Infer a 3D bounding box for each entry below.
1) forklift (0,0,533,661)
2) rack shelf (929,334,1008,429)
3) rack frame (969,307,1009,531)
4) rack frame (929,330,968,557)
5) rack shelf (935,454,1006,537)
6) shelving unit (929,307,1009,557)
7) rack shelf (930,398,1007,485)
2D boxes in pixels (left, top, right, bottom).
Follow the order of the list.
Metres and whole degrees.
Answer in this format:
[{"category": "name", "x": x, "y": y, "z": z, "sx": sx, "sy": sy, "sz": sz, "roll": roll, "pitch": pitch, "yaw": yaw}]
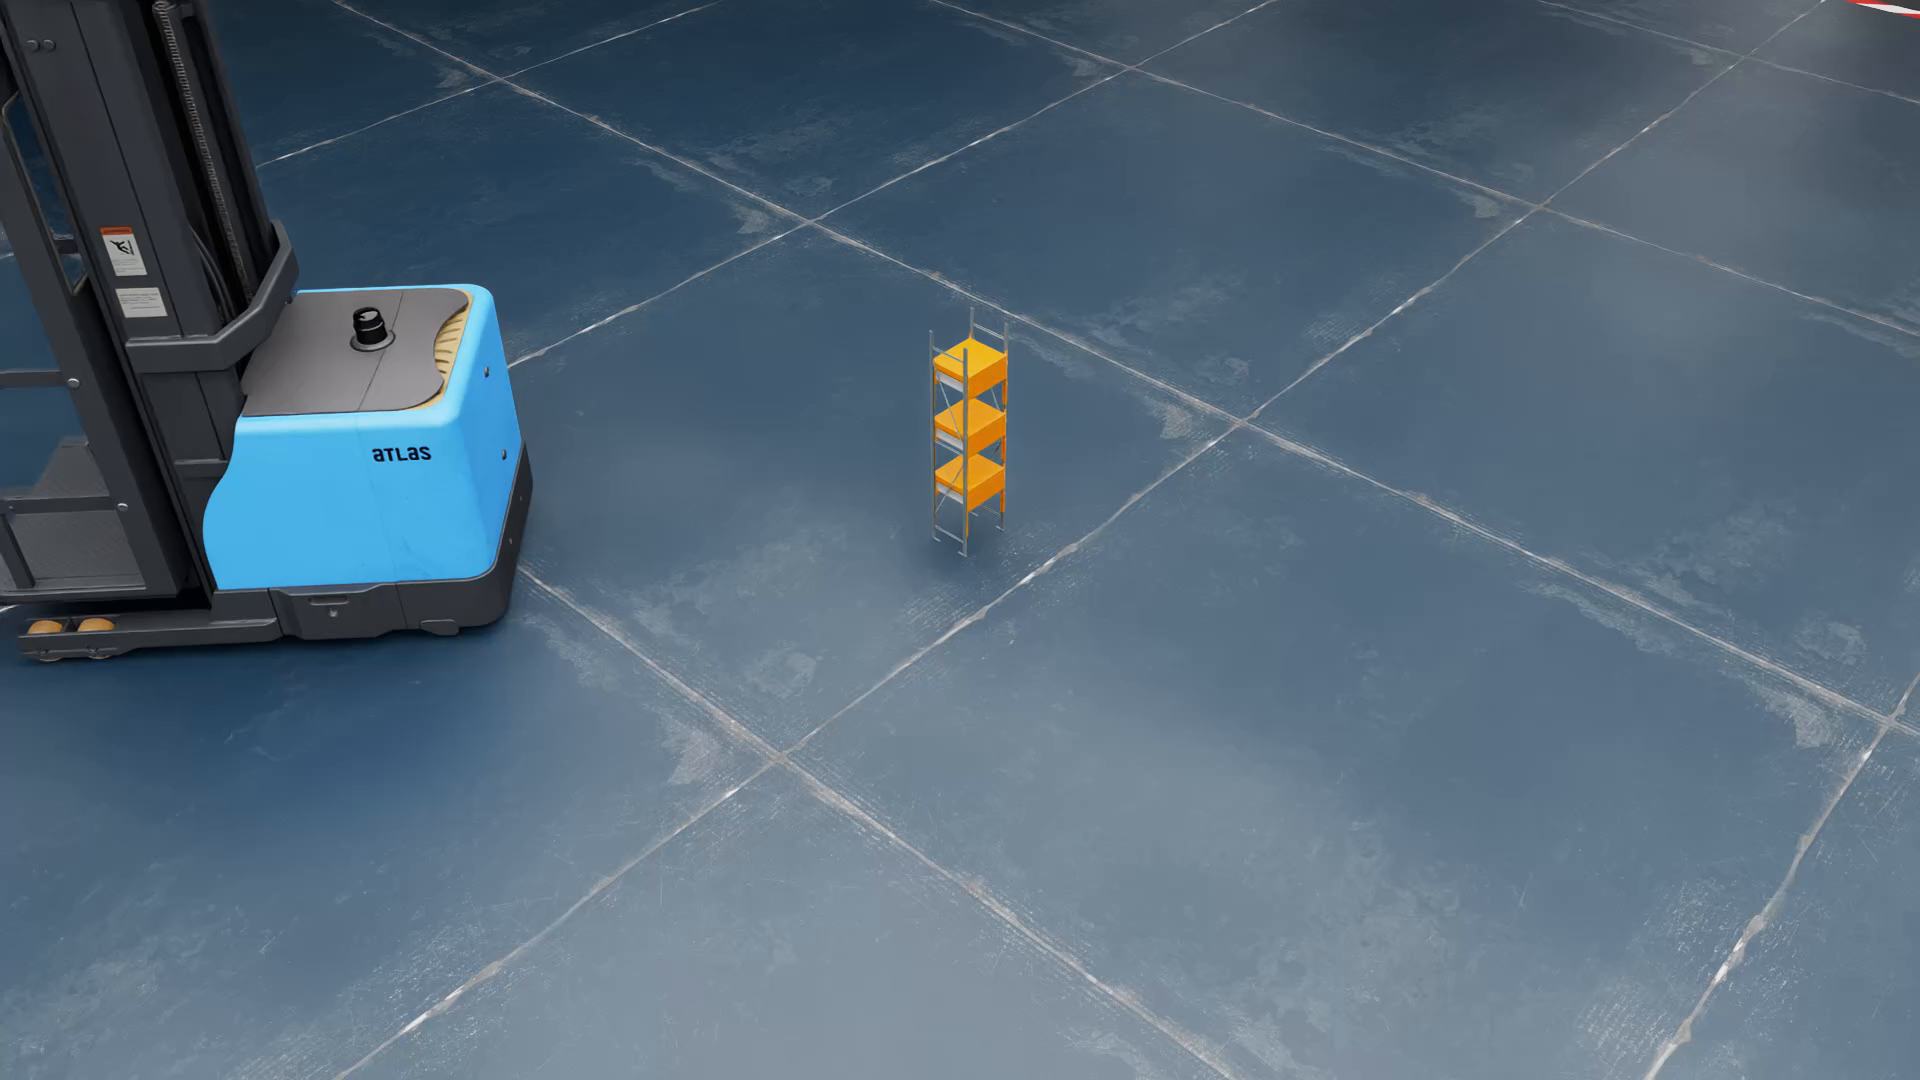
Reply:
[{"category": "forklift", "x": -3.390, "y": -1.006, "z": 6.160, "sx": 3.031, "sy": 2.935, "sz": 1.130, "roll": -3, "pitch": 39, "yaw": -3}, {"category": "rack shelf", "x": 0.036, "y": -0.649, "z": 6.784, "sx": 0.215, "sy": 0.259, "sz": 0.240, "roll": 30, "pitch": 47, "yaw": 32}, {"category": "rack frame", "x": 0.118, "y": -0.492, "z": 7.025, "sx": 0.200, "sy": 1.050, "sz": 0.008, "roll": 30, "pitch": 47, "yaw": 32}, {"category": "rack frame", "x": -0.046, "y": -0.379, "z": 6.884, "sx": 0.200, "sy": 1.050, "sz": 0.008, "roll": 30, "pitch": 47, "yaw": 32}, {"category": "rack shelf", "x": 0.036, "y": -0.210, "z": 7.134, "sx": 0.215, "sy": 0.259, "sz": 0.240, "roll": 30, "pitch": 47, "yaw": 32}, {"category": "shelving unit", "x": 0.036, "y": -0.436, "z": 6.954, "sx": 0.215, "sy": 1.050, "sz": 0.252, "roll": 30, "pitch": 47, "yaw": 32}, {"category": "rack shelf", "x": 0.036, "y": -0.427, "z": 6.961, "sx": 0.215, "sy": 0.259, "sz": 0.240, "roll": 30, "pitch": 47, "yaw": 32}]
